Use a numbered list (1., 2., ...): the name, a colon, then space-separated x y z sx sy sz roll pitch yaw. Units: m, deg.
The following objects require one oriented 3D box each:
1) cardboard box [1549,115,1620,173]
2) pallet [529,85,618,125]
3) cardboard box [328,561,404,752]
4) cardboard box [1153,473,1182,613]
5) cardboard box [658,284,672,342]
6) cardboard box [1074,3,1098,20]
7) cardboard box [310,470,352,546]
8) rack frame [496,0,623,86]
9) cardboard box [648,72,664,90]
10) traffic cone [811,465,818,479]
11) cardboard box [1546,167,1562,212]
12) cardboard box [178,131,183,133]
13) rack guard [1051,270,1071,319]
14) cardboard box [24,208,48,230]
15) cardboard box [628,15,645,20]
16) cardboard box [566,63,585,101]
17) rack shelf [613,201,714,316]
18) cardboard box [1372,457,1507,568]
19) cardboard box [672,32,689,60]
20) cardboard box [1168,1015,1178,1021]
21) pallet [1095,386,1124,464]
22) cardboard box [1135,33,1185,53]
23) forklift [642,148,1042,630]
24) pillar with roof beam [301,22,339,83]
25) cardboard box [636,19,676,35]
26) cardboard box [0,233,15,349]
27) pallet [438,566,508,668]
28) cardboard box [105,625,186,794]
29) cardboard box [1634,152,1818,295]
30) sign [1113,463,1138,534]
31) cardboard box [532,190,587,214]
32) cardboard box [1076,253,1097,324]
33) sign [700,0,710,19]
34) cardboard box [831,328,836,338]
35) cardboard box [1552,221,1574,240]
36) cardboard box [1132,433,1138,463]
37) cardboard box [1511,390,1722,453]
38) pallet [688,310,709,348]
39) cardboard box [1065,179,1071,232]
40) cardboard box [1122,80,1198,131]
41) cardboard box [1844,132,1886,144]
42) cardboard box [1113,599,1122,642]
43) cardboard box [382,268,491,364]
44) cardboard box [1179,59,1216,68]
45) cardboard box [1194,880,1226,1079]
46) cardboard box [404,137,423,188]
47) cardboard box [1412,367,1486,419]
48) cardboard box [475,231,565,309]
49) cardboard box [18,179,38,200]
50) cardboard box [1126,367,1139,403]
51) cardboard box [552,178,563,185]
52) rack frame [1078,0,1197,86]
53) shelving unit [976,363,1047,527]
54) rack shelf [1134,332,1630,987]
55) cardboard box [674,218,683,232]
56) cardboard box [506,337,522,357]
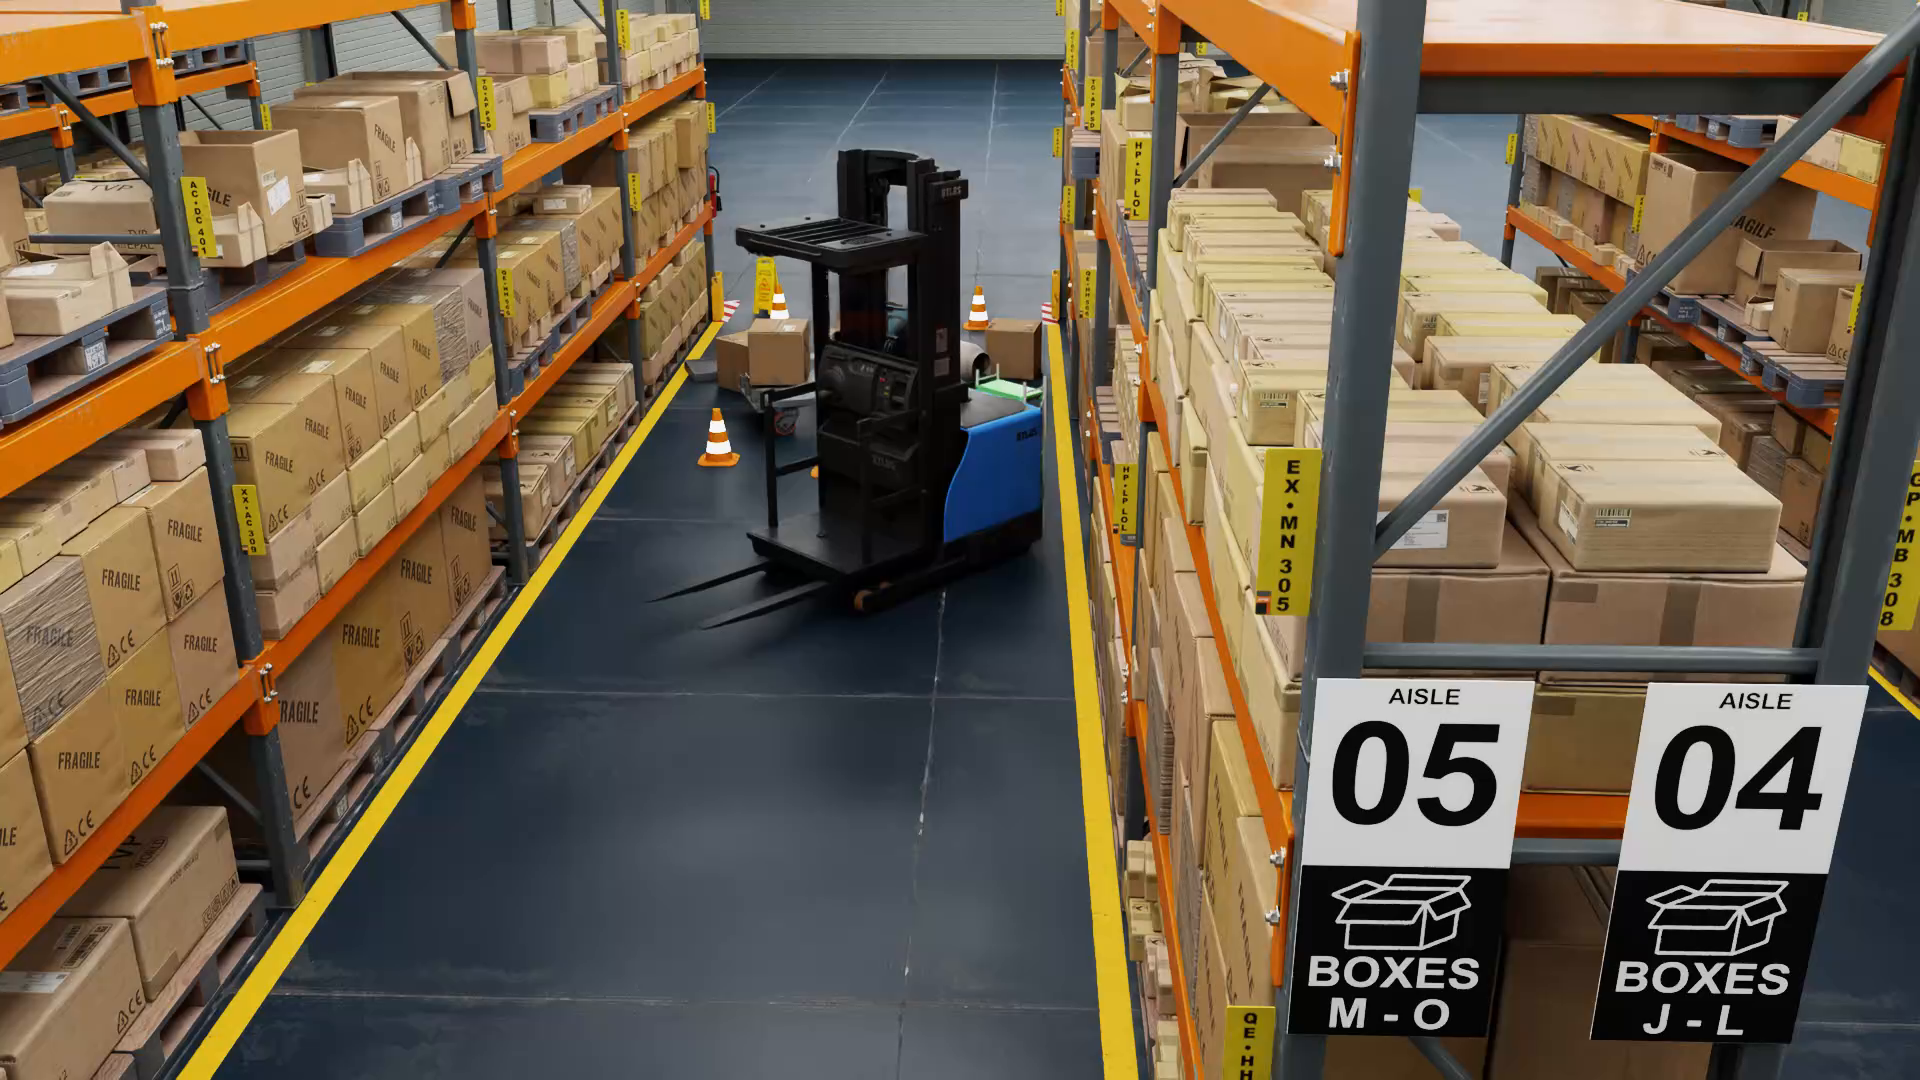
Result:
1. cardboard box: 6.270 -3.976 16.697 0.500 0.500 0.500 1 21 2
2. pallet: -3.557 -3.633 13.859 1.213 0.211 1.003 1 21 2
3. cardboard box: -3.717 0.591 9.215 0.875 0.875 0.875 1 21 3
4. cardboard box: 1.018 0.063 6.289 0.500 0.500 0.500 0 21 0
5. cardboard box: -3.140 -2.212 16.267 0.500 0.500 0.500 1 21 4
6. cardboard box: 1.235 -4.830 15.210 0.380 0.149 0.250 1 21 3
7. cardboard box: -3.392 -0.160 8.310 0.500 0.250 0.500 1 21 2
8. rack frame: -3.432 -5.341 13.854 1.000 3.000 0.127 1 21 2
9. cardboard box: -3.051 -4.401 15.925 0.380 0.149 0.250 0 21 1
10. traffic cone: -1.080 -0.782 13.905 0.336 0.463 0.334 1 21 2
11. cardboard box: 6.656 -3.686 17.333 0.875 0.500 0.500 1 21 2
12. cardboard box: -8.496 -4.412 18.308 0.380 0.149 0.250 0 21 1
13. rack guard: 1.641 -2.816 19.095 1.175 0.500 0.348 1 21 2
14. cardboard box: -8.182 -2.821 14.617 0.380 0.149 0.250 1 21 3
15. cardboard box: -3.517 -5.426 17.465 0.380 0.149 0.250 1 21 1
16. cardboard box: -3.325 -3.673 13.328 0.500 0.250 0.500 1 21 2
17. rack shelf: -3.371 -2.932 16.933 1.077 0.370 4.000 1 21 2
18. cardboard box: 0.870 -0.058 3.351 0.380 0.149 0.250 0 21 1
19. cardboard box: -3.087 -5.088 17.145 0.500 0.250 0.500 0 21 1
20. cardboard box: 1.012 1.866 6.522 0.380 0.149 0.250 2 21 4
21. pallet: 1.482 -0.732 10.533 1.213 0.211 1.003 1 21 2
22. cardboard box: 1.813 -4.410 14.678 0.500 0.250 0.500 1 21 2
23. forklift: -0.787 -1.072 11.240 1.130 2.935 3.031 20 29 41
24. pillar with roof beam: -4.708 -8.721 22.565 9.100 9.000 0.400 1 21 2
25. cardboard box: -3.120 -5.242 16.989 0.380 0.149 0.250 1 21 2
26. cardboard box: -3.684 -0.853 5.572 0.797 0.503 0.637 2 21 6
27. pallet: -3.653 0.486 10.984 1.003 0.211 1.213 1 21 2
28. cardboard box: -3.444 0.658 6.547 0.500 0.500 0.500 0 21 0
29. cardboard box: 6.309 -2.625 13.738 1.000 1.000 1.000 1 21 2
30. sign: 0.721 -0.178 7.241 0.100 0.325 0.005 1 21 2
31. cardboard box: -3.213 -2.710 13.339 0.380 0.149 0.250 0 21 -1
32. cardboard box: 1.201 -2.022 13.456 0.500 0.500 0.500 1 21 1
33. sign: -2.756 -5.788 17.930 0.100 0.325 0.005 1 21 2
34. cardboard box: -1.331 -2.166 17.904 0.380 0.149 0.250 13 25 29
35. cardboard box: 6.205 -3.123 16.777 0.380 0.149 0.250 1 21 2
36. cardboard box: 1.127 -0.474 8.959 0.380 0.149 0.250 1 21 2
37. cardboard box: 1.498 -0.239 3.816 0.380 0.149 0.250 1 21 2
38. pallet: -3.373 -2.370 18.344 1.003 0.211 1.213 1 21 2
39. cardboard box: 1.537 -3.508 17.215 0.875 0.550 0.550 1 21 2
40. cardboard box: 1.125 -2.460 9.378 0.396 0.266 0.258 1 21 2
41. cardboard box: 6.116 -2.842 10.732 0.500 0.500 0.500 1 21 3
42. cardboard box: 1.074 0.528 8.859 0.500 0.250 0.500 2 21 4
43. cardboard box: -3.308 -1.421 10.524 0.500 0.500 0.500 0 21 0
44. cardboard box: 1.685 -3.489 12.633 0.500 0.311 0.500 0 21 0
45. cardboard box: 0.931 1.276 4.545 0.500 0.500 0.500 0 21 1
46. cardboard box: -3.246 -2.128 9.324 0.396 0.266 0.258 0 21 0
47. cardboard box: 1.469 -0.276 4.464 0.500 0.250 0.500 1 21 2
48. cardboard box: -3.290 -2.020 12.458 0.500 0.500 0.500 1 21 3
49. cardboard box: -8.686 -3.204 15.194 0.380 0.149 0.250 1 21 2
50. cardboard box: 1.157 -0.892 9.625 0.380 0.149 0.250 2 21 4
51. cardboard box: -3.647 -3.267 16.252 0.500 0.500 0.500 1 21 3
52. rack frame: 1.519 -5.323 13.808 1.000 3.000 0.127 1 21 2
53. shelving unit: 0.381 -0.693 12.656 0.503 1.200 0.258 20 29 41
54. rack shelf: 1.215 0.026 5.162 1.077 0.370 4.000 1 21 2
55. cardboard box: -3.077 -3.273 17.164 0.380 0.149 0.250 0 21 1
56. cardboard box: -3.316 -1.394 11.742 0.380 0.149 0.250 -1 21 -2
